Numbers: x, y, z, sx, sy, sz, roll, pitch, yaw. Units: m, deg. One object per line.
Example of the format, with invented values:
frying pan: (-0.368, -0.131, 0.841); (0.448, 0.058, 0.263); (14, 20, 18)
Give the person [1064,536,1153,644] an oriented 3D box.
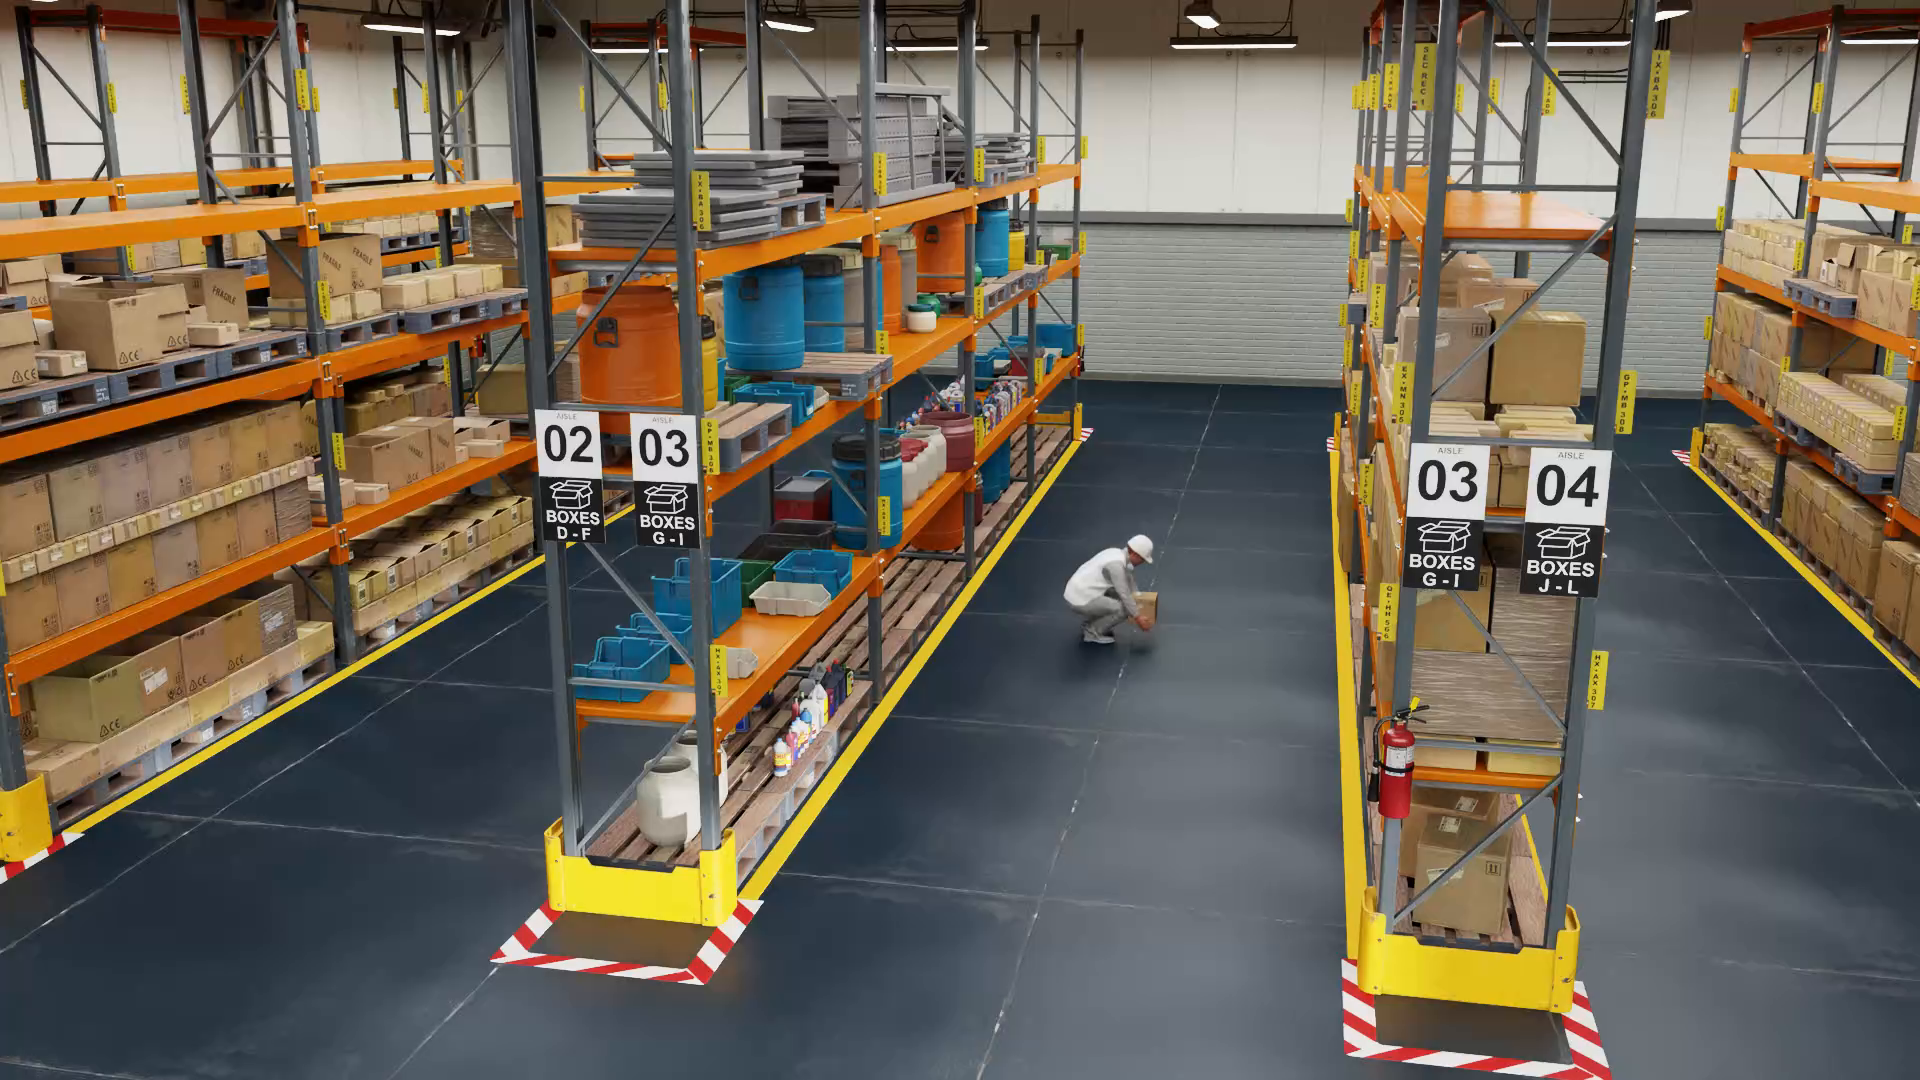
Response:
person: (1.417, 0.453, 15.743); (0.851, 1.020, 0.518); (3, 15, 10)
